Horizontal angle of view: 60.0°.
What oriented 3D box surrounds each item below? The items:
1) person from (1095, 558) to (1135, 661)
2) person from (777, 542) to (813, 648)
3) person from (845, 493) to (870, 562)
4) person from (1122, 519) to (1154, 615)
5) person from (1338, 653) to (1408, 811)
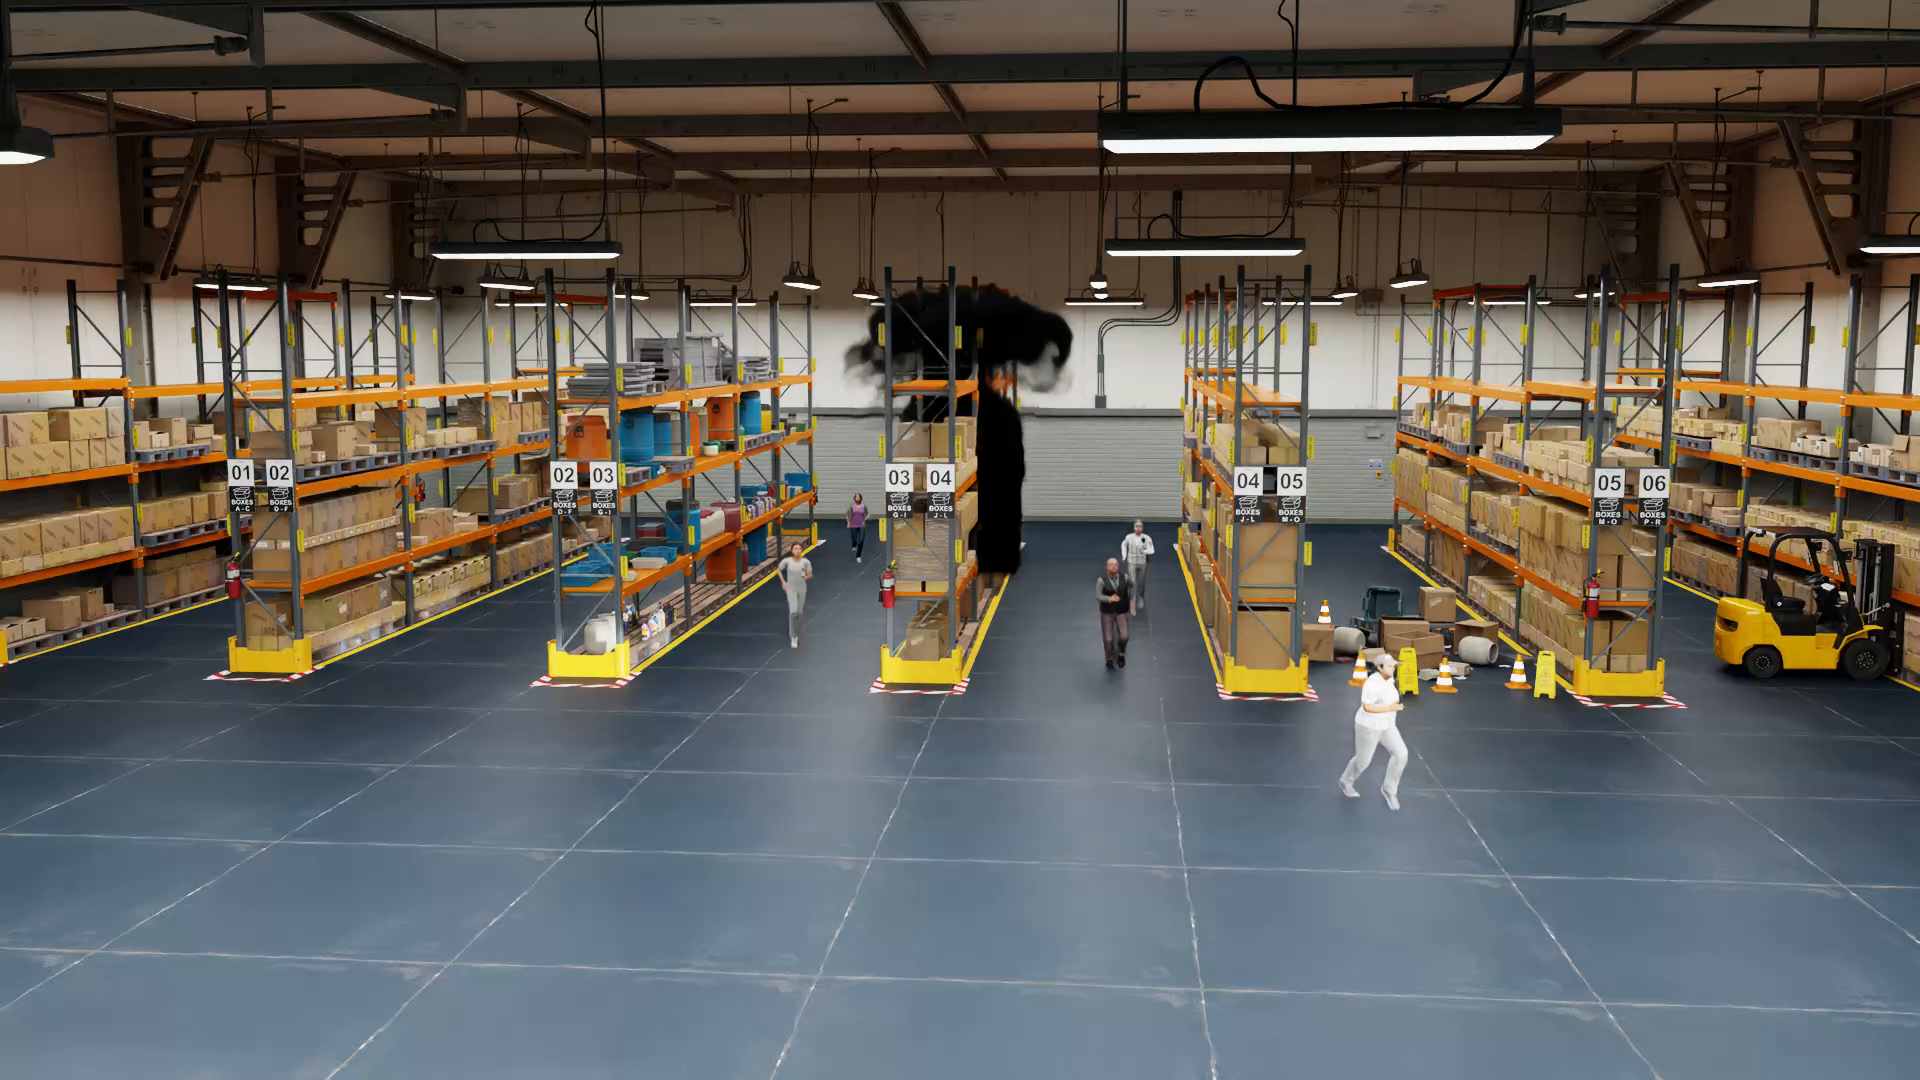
[{"bbox_3d":[2.350,1.077,25.013,0.639,1.614,0.708,0,7,-2],"label":"person"},{"bbox_3d":[-2.681,0.882,27.203,0.545,1.726,0.758,-3,7,-20],"label":"person"},{"bbox_3d":[-2.289,-0.282,37.253,0.545,1.555,0.518,-1,7,-6],"label":"person"},{"bbox_3d":[3.241,0.458,30.334,0.600,1.707,0.880,1,7,6],"label":"person"},{"bbox_3d":[4.434,2.033,17.841,0.626,1.701,0.826,-6,9,-40],"label":"person"}]
